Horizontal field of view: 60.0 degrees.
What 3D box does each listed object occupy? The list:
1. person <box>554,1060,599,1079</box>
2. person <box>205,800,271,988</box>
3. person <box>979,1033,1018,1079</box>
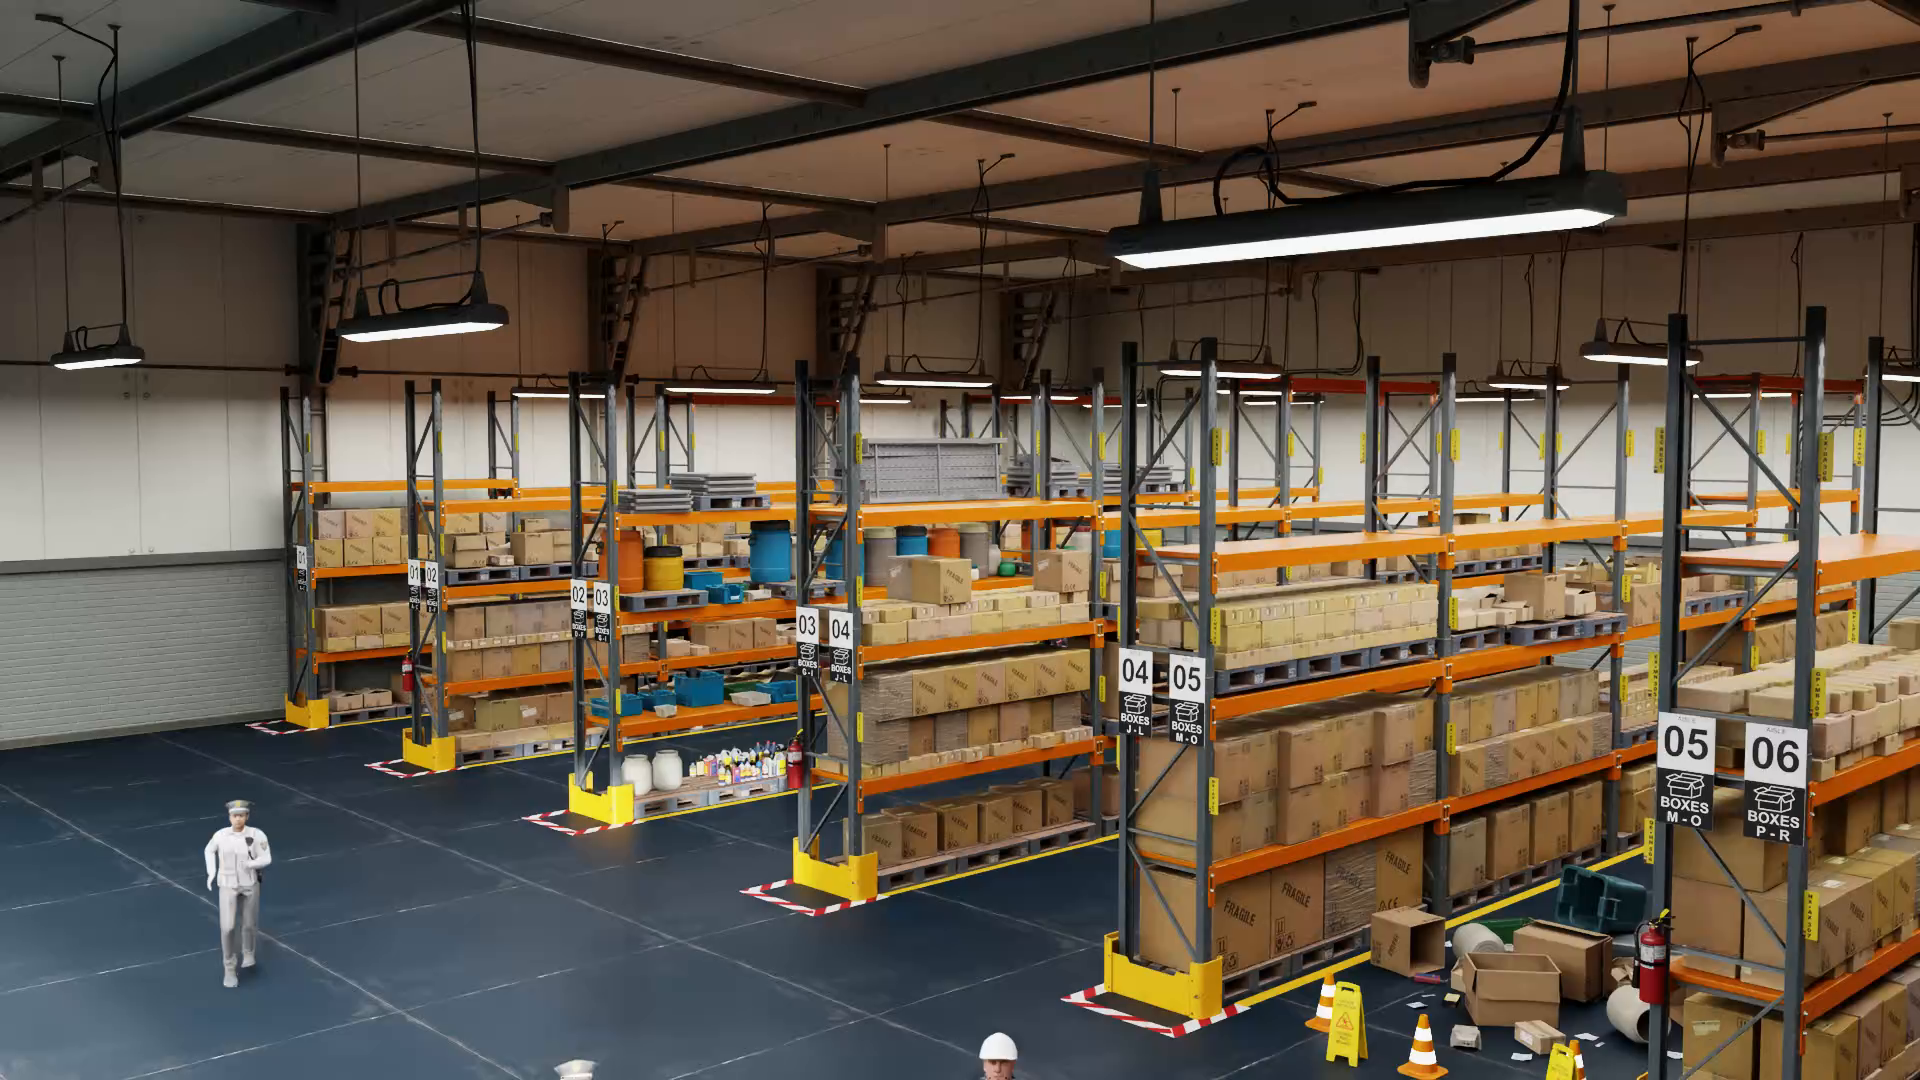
[{"bbox_3d":[-2.163,3.742,9.400,0.614,1.654,0.548,-1,4,-16],"label":"person"},{"bbox_3d":[-6.820,3.317,15.730,0.578,1.752,0.726,-2,4,-23],"label":"person"},{"bbox_3d":[0.213,3.675,9.445,0.667,1.749,0.919,0,4,4],"label":"person"}]
